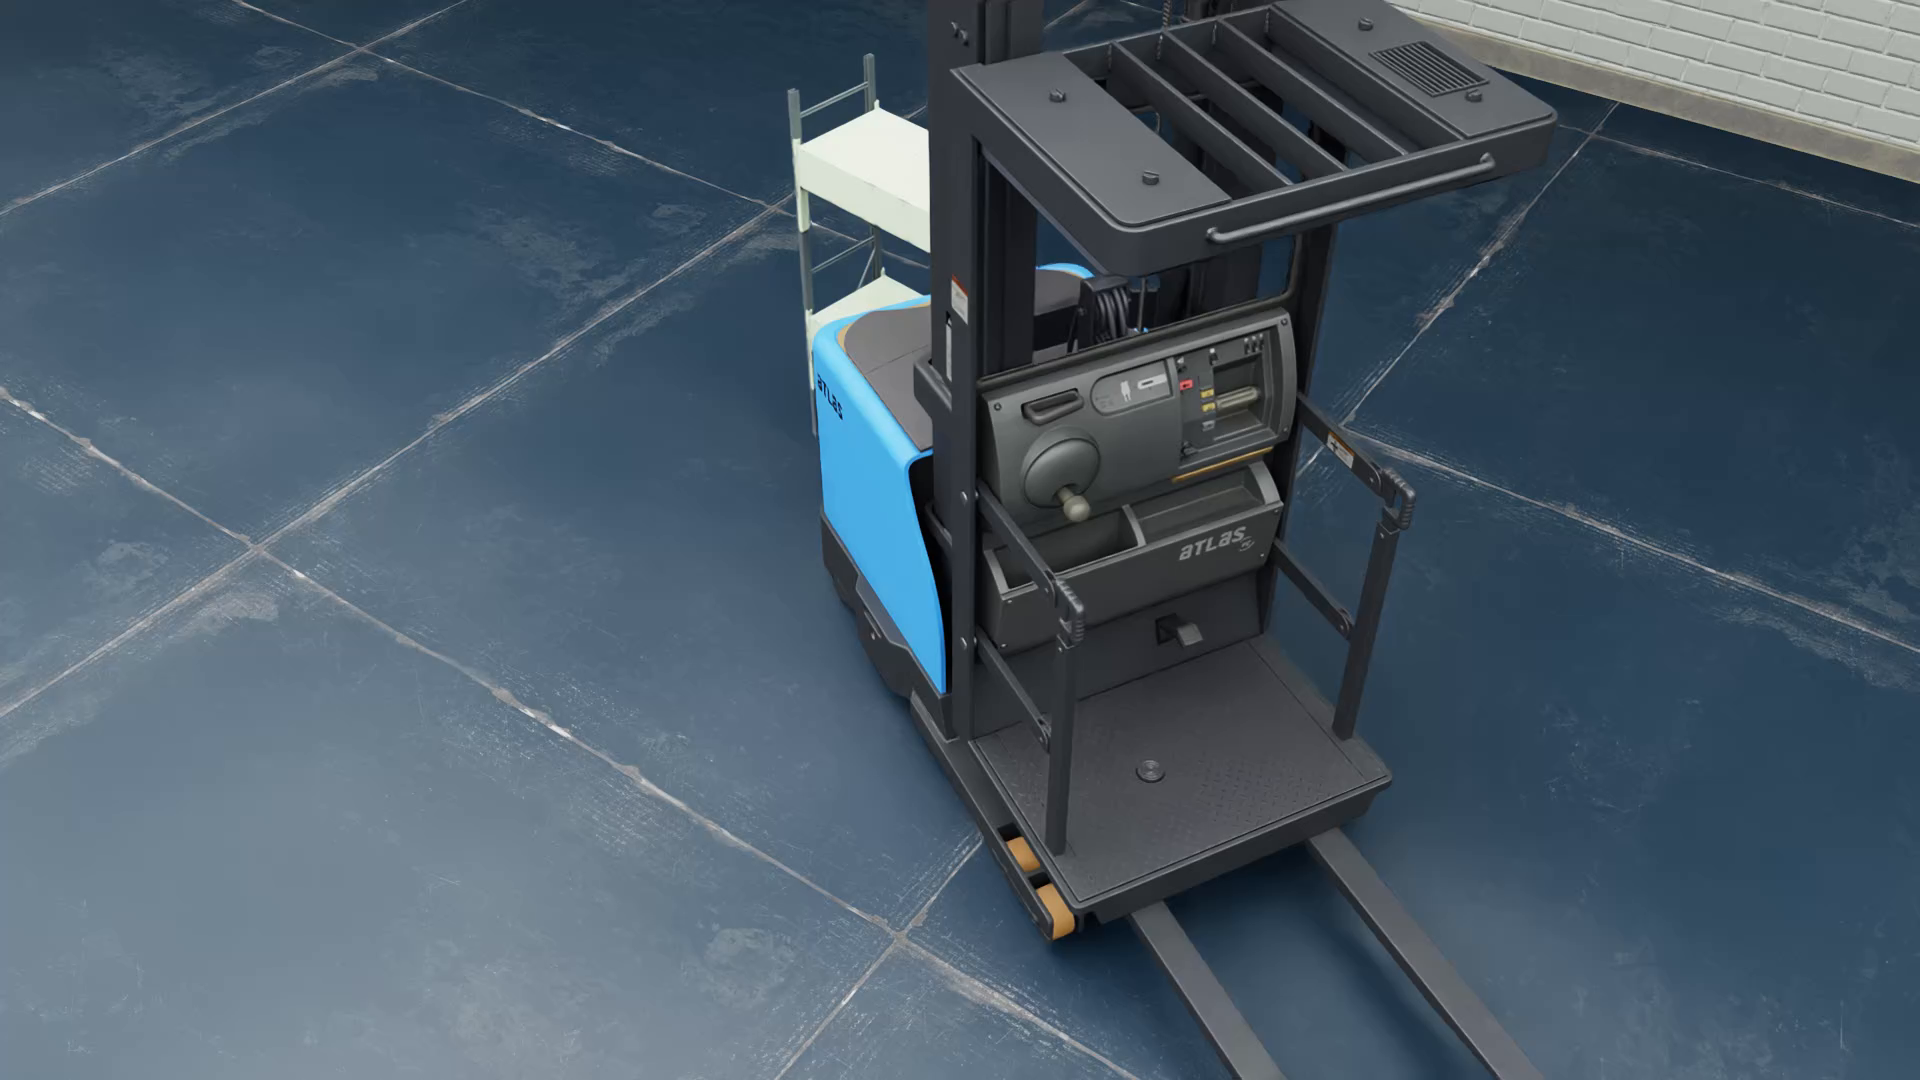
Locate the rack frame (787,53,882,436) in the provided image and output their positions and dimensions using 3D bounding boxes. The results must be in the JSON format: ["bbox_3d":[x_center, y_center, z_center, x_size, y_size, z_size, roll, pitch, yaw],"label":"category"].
[{"bbox_3d":[-0.450,-1.080,6.332,0.023,1.500,0.400,32,51,31],"label":"rack frame"}]

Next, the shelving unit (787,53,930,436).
[{"bbox_3d":[-0.184,-0.913,6.146,0.755,1.500,0.431,32,51,31],"label":"shelving unit"}]

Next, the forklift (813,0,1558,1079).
[{"bbox_3d":[0.598,-0.250,4.332,1.130,2.935,3.031,-18,45,-19],"label":"forklift"}]

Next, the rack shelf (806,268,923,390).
[{"bbox_3d":[-0.184,-0.670,6.363,0.720,0.370,0.431,32,51,31],"label":"rack shelf"}]

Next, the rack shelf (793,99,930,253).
[{"bbox_3d":[-0.184,-1.204,5.885,0.720,0.370,0.431,32,51,31],"label":"rack shelf"}]
